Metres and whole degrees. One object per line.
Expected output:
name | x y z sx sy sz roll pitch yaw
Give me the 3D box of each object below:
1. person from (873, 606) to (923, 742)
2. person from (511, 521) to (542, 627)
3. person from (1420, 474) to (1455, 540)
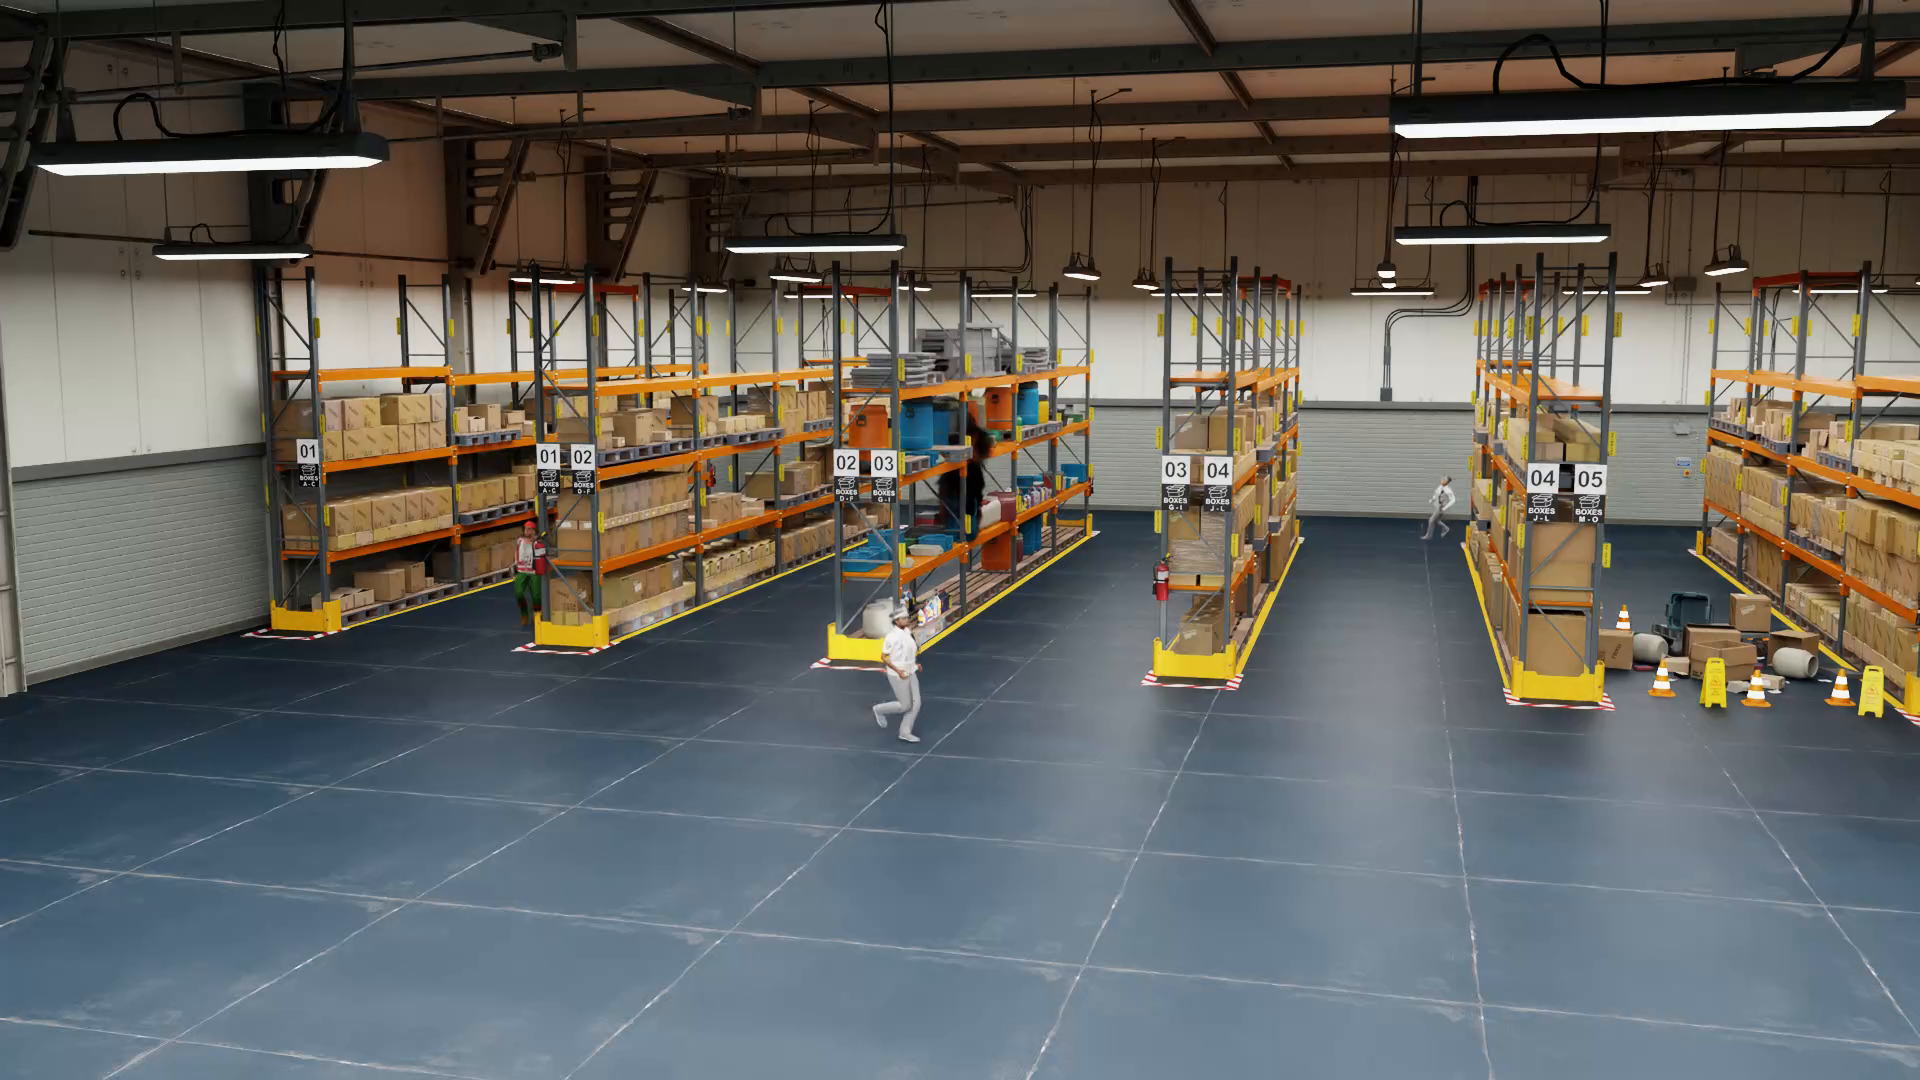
person | -0.746 1.622 20.300 0.611 1.665 0.575 5 9 32
person | -7.267 0.573 27.984 0.644 1.785 0.703 1 7 4
person | 11.410 -0.770 39.277 0.746 1.593 0.778 -2 8 -17
